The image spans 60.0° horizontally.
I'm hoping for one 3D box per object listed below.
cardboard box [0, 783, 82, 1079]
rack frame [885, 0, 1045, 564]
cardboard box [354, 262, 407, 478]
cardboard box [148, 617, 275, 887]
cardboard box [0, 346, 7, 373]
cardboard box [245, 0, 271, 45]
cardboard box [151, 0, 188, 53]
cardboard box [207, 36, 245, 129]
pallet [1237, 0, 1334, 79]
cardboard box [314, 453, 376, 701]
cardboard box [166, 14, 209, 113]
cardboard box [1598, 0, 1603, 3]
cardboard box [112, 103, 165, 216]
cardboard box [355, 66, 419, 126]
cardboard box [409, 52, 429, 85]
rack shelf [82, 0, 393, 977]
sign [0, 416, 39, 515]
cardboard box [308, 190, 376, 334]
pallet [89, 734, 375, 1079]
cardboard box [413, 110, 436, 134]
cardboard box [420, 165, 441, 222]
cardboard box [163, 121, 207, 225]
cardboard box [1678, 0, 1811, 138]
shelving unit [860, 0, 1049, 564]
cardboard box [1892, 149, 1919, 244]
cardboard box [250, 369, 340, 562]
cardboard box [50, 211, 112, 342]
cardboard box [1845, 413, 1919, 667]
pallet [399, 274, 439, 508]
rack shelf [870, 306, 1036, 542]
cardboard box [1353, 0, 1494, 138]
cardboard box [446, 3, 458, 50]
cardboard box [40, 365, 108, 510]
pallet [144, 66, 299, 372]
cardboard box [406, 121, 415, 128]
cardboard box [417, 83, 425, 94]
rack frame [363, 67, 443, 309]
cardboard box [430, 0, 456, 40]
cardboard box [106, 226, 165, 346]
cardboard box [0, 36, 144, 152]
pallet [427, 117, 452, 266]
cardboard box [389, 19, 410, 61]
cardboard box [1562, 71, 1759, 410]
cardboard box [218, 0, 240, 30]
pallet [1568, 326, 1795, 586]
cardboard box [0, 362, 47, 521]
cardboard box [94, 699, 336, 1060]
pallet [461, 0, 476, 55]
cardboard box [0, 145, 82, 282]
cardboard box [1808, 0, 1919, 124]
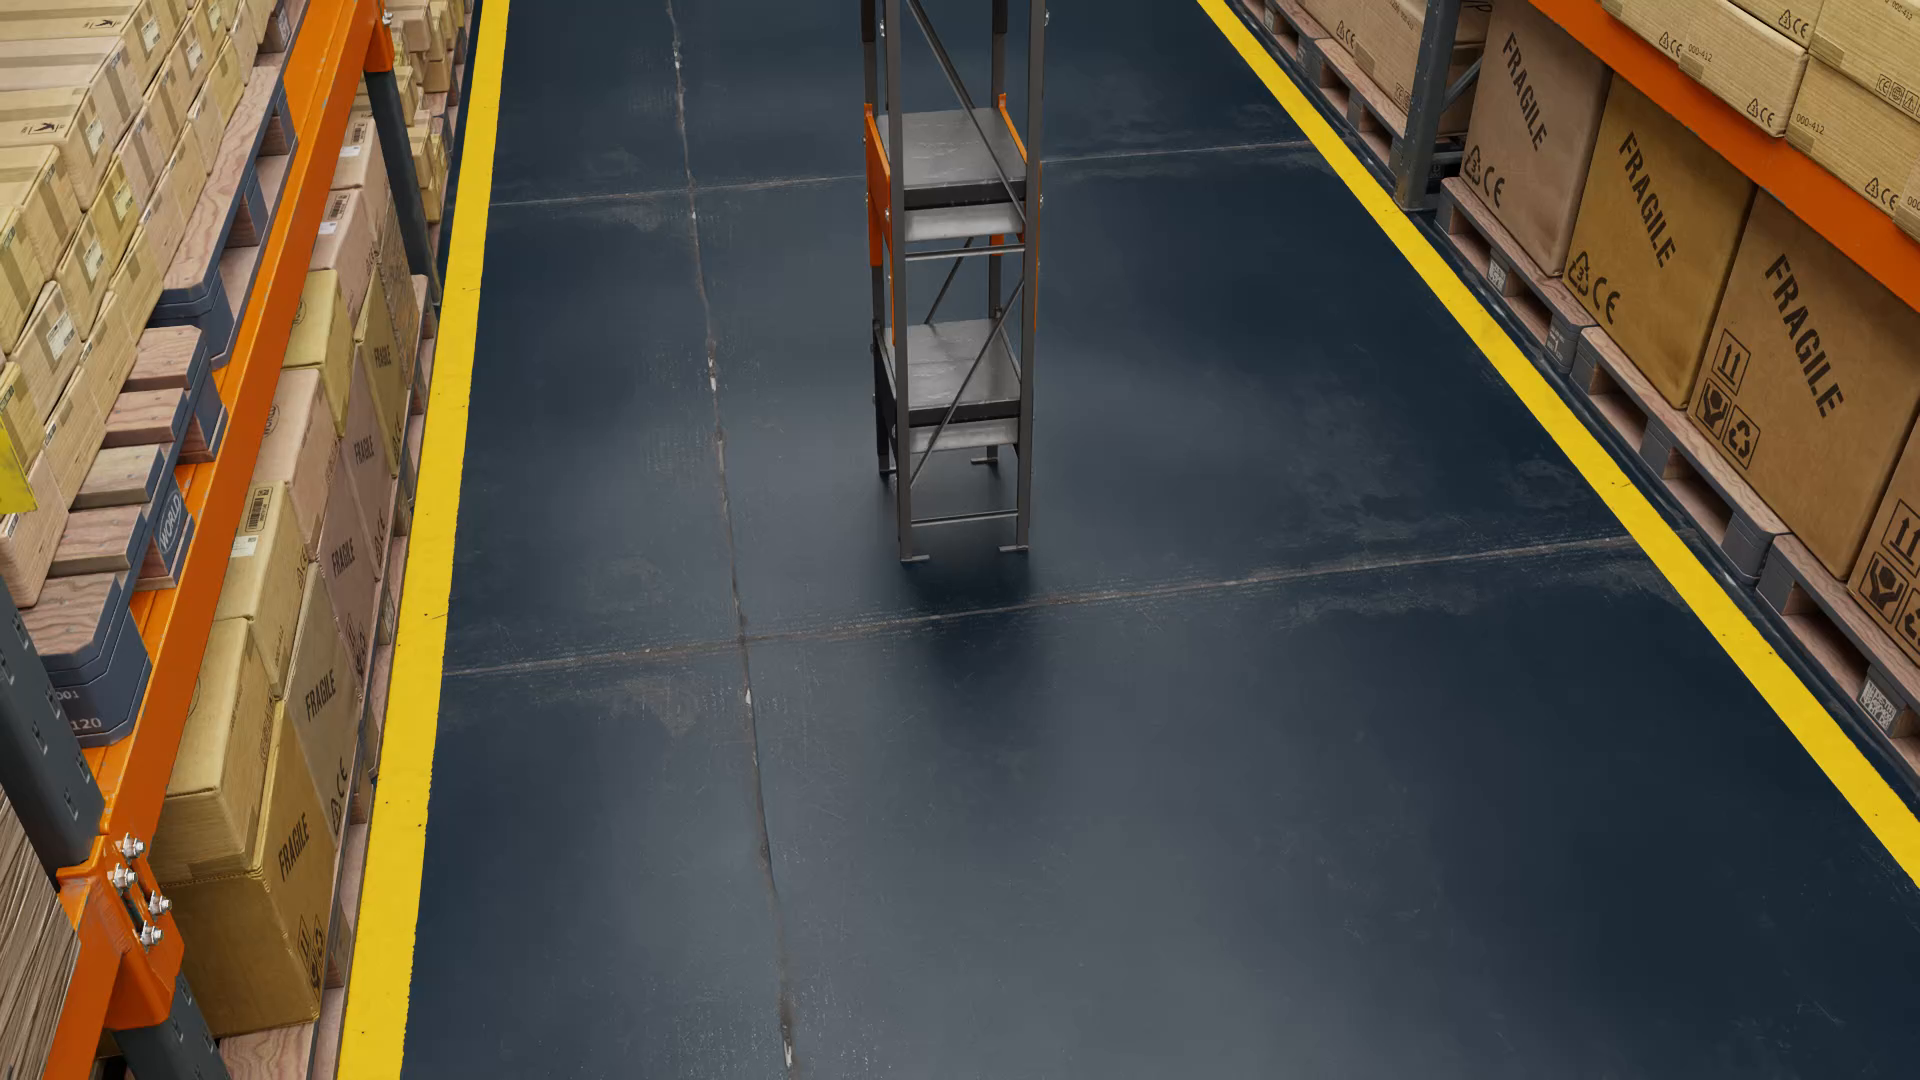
[{"bbox_3d":[-1.458,0.560,2.003,0.500,0.500,0.500,-6,38,-8],"label":"cardboard box"},{"bbox_3d":[0.014,-0.782,4.545,0.400,2.100,0.015,-6,38,-8],"label":"rack frame"},{"bbox_3d":[-2.035,-0.509,5.155,0.500,0.500,0.500,-7,38,-9],"label":"cardboard box"},{"bbox_3d":[-1.683,0.439,3.324,0.500,0.250,0.500,-8,39,-10],"label":"cardboard box"},{"bbox_3d":[-1.692,-0.248,2.502,0.380,0.149,0.250,-6,38,-8],"label":"cardboard box"},{"bbox_3d":[-2.106,-1.449,4.532,0.380,0.149,0.250,-8,39,-10],"label":"cardboard box"},{"bbox_3d":[-1.963,-1.190,3.714,0.380,0.149,0.250,-7,38,-9],"label":"cardboard box"},{"bbox_3d":[-2.006,-1.121,4.111,0.380,0.149,0.250,-5,38,-6],"label":"cardboard box"},{"bbox_3d":[2.080,-2.758,8.628,1.003,0.211,1.213,-6,38,-8],"label":"pallet"},{"bbox_3d":[-1.860,0.110,4.359,0.500,0.500,0.500,-7,38,-9],"label":"cardboard box"},{"bbox_3d":[-1.966,-1.082,3.817,0.380,0.149,0.250,-5,38,-6],"label":"cardboard box"},{"bbox_3d":[2.263,-1.987,5.485,0.500,0.250,0.500,-7,38,-9],"label":"cardboard box"},{"bbox_3d":[-1.875,-0.769,3.415,0.380,0.149,0.250,-6,38,-8],"label":"cardboard box"},{"bbox_3d":[-2.349,-1.738,6.538,0.380,0.149,0.250,-4,38,-6],"label":"cardboard box"},{"bbox_3d":[-2.531,-2.089,7.233,0.380,0.149,0.250,-5,38,-6],"label":"cardboard box"},{"bbox_3d":[-2.152,-0.568,4.122,1.077,0.370,4.000,-6,38,-8],"label":"rack shelf"},{"bbox_3d":[-1.255,-0.163,2.071,0.100,0.325,0.005,-6,38,-8],"label":"sign"},{"bbox_3d":[-2.046,-0.800,4.919,0.500,0.250,0.500,-5,38,-6],"label":"cardboard box"},{"bbox_3d":[-1.936,0.985,3.810,1.003,0.211,1.213,-6,38,-8],"label":"pallet"},{"bbox_3d":[-2.391,-1.660,6.923,0.380,0.149,0.250,-6,38,-8],"label":"cardboard box"},{"bbox_3d":[-2.250,-1.354,6.530,0.380,0.149,0.250,-8,39,-10],"label":"cardboard box"},{"bbox_3d":[-1.915,-0.803,3.701,0.380,0.149,0.250,-6,38,-7],"label":"cardboard box"},{"bbox_3d":[2.416,-1.373,4.695,0.500,0.250,0.500,-7,38,-9],"label":"cardboard box"},{"bbox_3d":[-0.029,-0.929,4.735,0.431,2.100,0.503,-6,38,-8],"label":"shelving unit"},{"bbox_3d":[2.605,-0.762,3.909,0.500,0.250,0.500,-6,38,-7],"label":"cardboard box"},{"bbox_3d":[-1.847,-0.168,4.105,0.500,0.250,0.500,-6,38,-8],"label":"cardboard box"},{"bbox_3d":[-1.788,-0.466,3.025,0.380,0.149,0.250,-7,38,-9],"label":"cardboard box"},{"bbox_3d":[3.015,0.010,4.182,0.875,0.875,0.875,-7,38,-8],"label":"cardboard box"},{"bbox_3d":[-2.364,-0.489,5.707,1.003,0.211,1.213,-6,38,-8],"label":"pallet"},{"bbox_3d":[-0.029,-0.366,5.172,0.431,0.518,0.480,-6,38,-8],"label":"rack shelf"},{"bbox_3d":[2.349,-2.198,7.380,0.875,0.438,0.875,-7,38,-9],"label":"cardboard box"},{"bbox_3d":[-2.609,-2.445,7.933,0.380,0.149,0.250,-6,38,-7],"label":"cardboard box"},{"bbox_3d":[-1.727,-0.164,2.879,0.380,0.149,0.250,-4,38,-6],"label":"cardboard box"},{"bbox_3d":[-2.188,-0.759,3.939,1.003,0.211,1.213,-6,38,-8],"label":"pallet"},{"bbox_3d":[-2.383,-1.614,6.621,0.380,0.149,0.250,-6,38,-8],"label":"cardboard box"},{"bbox_3d":[-2.566,-1.966,7.317,0.380,0.149,0.250,-8,39,-10],"label":"cardboard box"},{"bbox_3d":[-2.502,-2.060,5.456,1.000,3.000,0.127,-6,38,-8],"label":"rack frame"},{"bbox_3d":[-2.531,-2.400,7.633,0.380,0.149,0.250,-6,38,-7],"label":"cardboard box"},{"bbox_3d":[-1.824,-0.490,3.298,0.380,0.149,0.250,-5,38,-6],"label":"cardboard box"},{"bbox_3d":[-1.875,-0.879,3.314,0.380,0.149,0.250,-5,38,-6],"label":"cardboard box"},{"bbox_3d":[-2.655,-1.360,6.829,1.003,0.211,1.213,-6,38,-8],"label":"pallet"},{"bbox_3d":[-2.510,-2.040,6.928,0.380,0.149,0.250,-7,38,-9],"label":"cardboard box"},{"bbox_3d":[2.707,-1.069,5.571,0.875,0.875,0.875,-5,38,-7],"label":"cardboard box"},{"bbox_3d":[-2.053,-1.394,4.219,0.380,0.149,0.250,-8,39,-10],"label":"cardboard box"},{"bbox_3d":[2.780,-0.356,5.536,1.003,0.211,1.213,-6,38,-8],"label":"pallet"},{"bbox_3d":[-1.688,-0.141,2.607,0.380,0.149,0.250,-5,38,-6],"label":"cardboard box"},{"bbox_3d":[-1.674,0.723,3.570,0.500,0.500,0.500,-8,39,-10],"label":"cardboard box"},{"bbox_3d":[-3.083,-2.834,8.726,1.003,0.211,1.213,-6,38,-8],"label":"pallet"},{"bbox_3d":[-1.780,-0.556,2.898,0.380,0.149,0.250,-6,38,-8],"label":"cardboard box"},{"bbox_3d":[2.516,-1.257,4.138,0.500,0.250,0.500,-7,38,-9],"label":"cardboard box"}]
